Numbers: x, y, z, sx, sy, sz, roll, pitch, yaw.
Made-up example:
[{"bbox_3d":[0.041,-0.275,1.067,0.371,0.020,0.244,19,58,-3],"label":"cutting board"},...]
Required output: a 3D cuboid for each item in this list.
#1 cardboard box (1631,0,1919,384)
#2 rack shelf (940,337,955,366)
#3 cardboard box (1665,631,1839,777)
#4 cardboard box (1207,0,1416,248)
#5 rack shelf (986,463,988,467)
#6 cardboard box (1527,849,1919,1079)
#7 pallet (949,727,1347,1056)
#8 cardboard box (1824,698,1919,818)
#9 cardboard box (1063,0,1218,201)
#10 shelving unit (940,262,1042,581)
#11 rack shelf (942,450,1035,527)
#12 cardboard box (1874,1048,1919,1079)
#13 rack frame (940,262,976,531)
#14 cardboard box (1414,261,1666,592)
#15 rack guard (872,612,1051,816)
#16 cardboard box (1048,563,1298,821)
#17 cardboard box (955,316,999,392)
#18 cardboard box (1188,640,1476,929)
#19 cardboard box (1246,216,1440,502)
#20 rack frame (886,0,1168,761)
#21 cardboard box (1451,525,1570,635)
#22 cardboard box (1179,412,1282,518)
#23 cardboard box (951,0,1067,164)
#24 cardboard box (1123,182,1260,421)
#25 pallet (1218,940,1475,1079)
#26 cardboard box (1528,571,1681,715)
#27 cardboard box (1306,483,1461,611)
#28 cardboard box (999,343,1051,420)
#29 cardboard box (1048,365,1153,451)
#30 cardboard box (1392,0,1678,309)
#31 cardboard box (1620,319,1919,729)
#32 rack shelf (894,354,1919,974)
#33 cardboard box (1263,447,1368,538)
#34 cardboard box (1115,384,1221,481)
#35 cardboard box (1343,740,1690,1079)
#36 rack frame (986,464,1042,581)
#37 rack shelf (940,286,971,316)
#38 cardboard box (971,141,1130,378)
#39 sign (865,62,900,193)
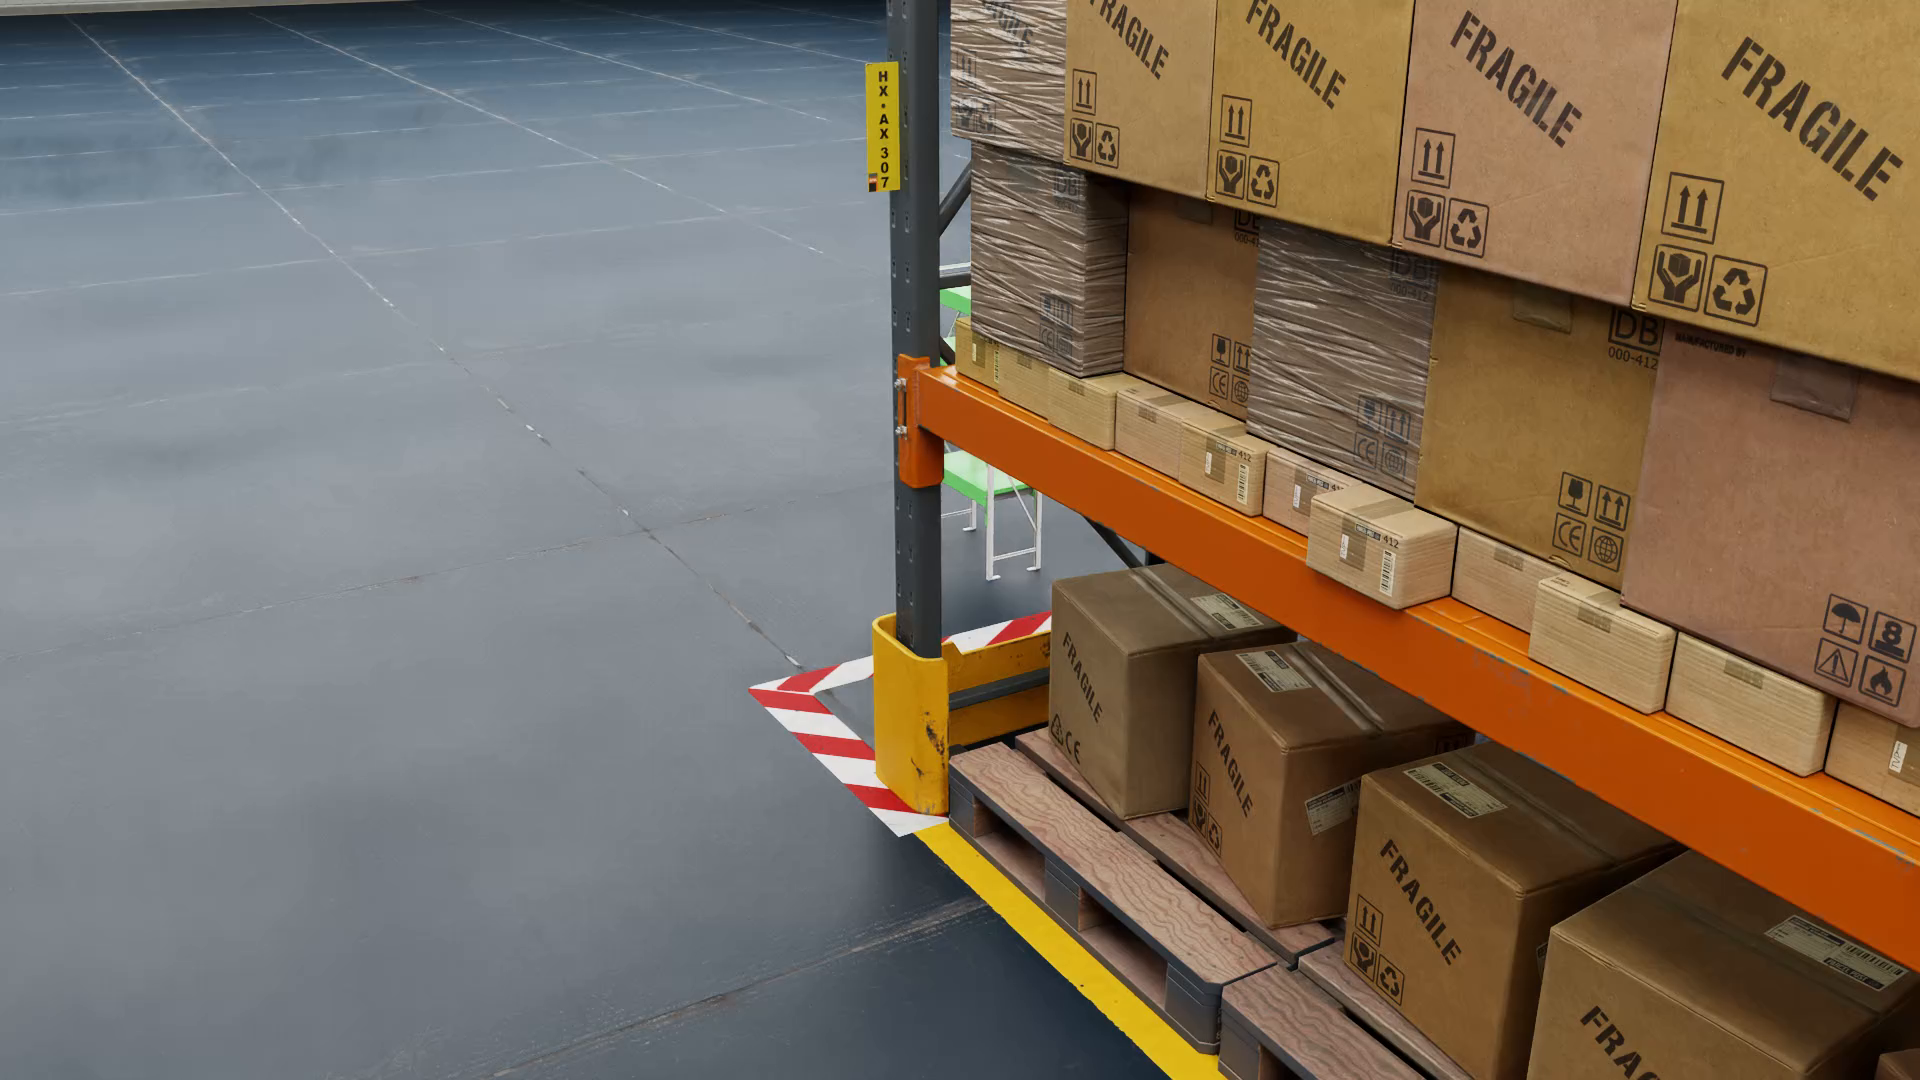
[{"bbox_3d":[1.336,-0.540,2.301,0.500,0.500,0.500,-13,25,-28],"label":"cardboard box"},{"bbox_3d":[0.085,-0.665,6.387,0.258,0.148,0.480,-13,25,-28],"label":"rack shelf"},{"bbox_3d":[1.355,0.213,2.638,0.380,0.149,0.250,-13,25,-28],"label":"cardboard box"},{"bbox_3d":[0.823,-0.863,3.096,0.500,0.500,0.500,-13,25,-28],"label":"cardboard box"},{"bbox_3d":[0.085,-0.443,6.478,0.258,0.148,0.480,-13,25,-28],"label":"rack shelf"},{"bbox_3d":[1.460,0.980,3.178,0.500,0.500,0.500,-15,27,-33],"label":"cardboard box"},{"bbox_3d":[0.694,0.815,4.526,1.003,0.211,1.213,-13,25,-28],"label":"pallet"},{"bbox_3d":[1.518,0.286,2.458,0.380,0.149,0.250,-13,25,-28],"label":"cardboard box"},{"bbox_3d":[0.566,-1.025,3.494,0.500,0.500,0.500,-13,25,-28],"label":"cardboard box"},{"bbox_3d":[0.085,-0.502,6.454,0.258,1.200,0.503,-13,25,-28],"label":"shelving unit"},{"bbox_3d":[0.085,-0.221,6.568,0.258,0.148,0.480,-13,25,-28],"label":"rack shelf"},{"bbox_3d":[1.845,1.166,2.721,0.500,0.500,0.500,-5,23,-11],"label":"cardboard box"},{"bbox_3d":[-0.040,-0.581,6.648,0.240,1.200,0.015,-13,25,-28],"label":"rack frame"},{"bbox_3d":[1.350,-0.299,3.035,0.875,0.500,0.500,-13,25,-28],"label":"cardboard box"},{"bbox_3d":[0.309,0.411,5.135,1.175,0.500,0.348,-13,25,-28],"label":"rack guard"},{"bbox_3d":[0.575,0.398,4.612,0.500,0.500,0.500,-8,23,-18],"label":"cardboard box"},{"bbox_3d":[0.211,-0.517,4.433,0.380,0.149,0.250,-13,25,-28],"label":"cardboard box"},{"bbox_3d":[0.910,0.585,4.152,0.500,0.500,0.500,-6,23,-14],"label":"cardboard box"},{"bbox_3d":[1.105,-0.463,3.439,0.875,0.500,0.500,-13,25,-28],"label":"cardboard box"},{"bbox_3d":[0.270,-0.771,4.725,1.000,3.000,0.127,-13,25,-28],"label":"rack frame"},{"bbox_3d":[1.136,0.043,3.056,0.380,0.149,0.250,-13,25,-28],"label":"cardboard box"},{"bbox_3d":[0.704,-0.189,3.627,0.380,0.149,0.250,-13,25,-28],"label":"cardboard box"},{"bbox_3d":[0.317,-1.188,3.895,0.500,0.500,0.500,-13,25,-28],"label":"cardboard box"},{"bbox_3d":[0.886,-0.633,3.858,0.875,0.500,0.500,-13,25,-28],"label":"cardboard box"},{"bbox_3d":[1.313,1.209,3.555,1.003,0.211,1.213,-13,25,-28],"label":"pallet"},{"bbox_3d":[1.198,0.139,2.820,0.380,0.149,0.250,-13,25,-28],"label":"cardboard box"},{"bbox_3d":[0.894,-0.012,3.192,0.380,0.149,0.250,-13,25,-28],"label":"cardboard box"},{"bbox_3d":[0.322,-0.432,4.224,0.380,0.149,0.250,-13,25,-28],"label":"cardboard box"},{"bbox_3d":[0.437,-0.348,4.018,0.380,0.149,0.250,-13,25,-28],"label":"cardboard box"},{"bbox_3d":[1.084,-0.703,2.701,0.500,0.500,0.500,-13,25,-28],"label":"cardboard box"},{"bbox_3d":[1.570,-0.129,2.618,0.875,0.500,0.500,-13,25,-28],"label":"cardboard box"},{"bbox_3d":[1.292,0.210,3.268,1.077,0.370,4.000,-13,25,-28],"label":"rack shelf"},{"bbox_3d":[0.855,-0.113,3.440,0.380,0.149,0.250,-13,25,-28],"label":"cardboard box"},{"bbox_3d":[0.583,-0.271,3.829,0.380,0.149,0.250,-13,25,-28],"label":"cardboard box"},{"bbox_3d":[1.213,0.791,3.644,0.500,0.500,0.500,-10,24,-23],"label":"cardboard box"},{"bbox_3d":[0.209,-0.423,6.259,0.240,1.200,0.015,-13,25,-28],"label":"rack frame"},{"bbox_3d":[0.085,-0.888,6.297,0.258,0.148,0.480,-13,25,-28],"label":"rack shelf"},{"bbox_3d":[0.528,-0.772,4.199,0.875,0.500,0.500,-13,25,-28],"label":"cardboard box"},{"bbox_3d":[-0.196,-1.068,4.305,0.100,0.325,0.005,-13,25,-28],"label":"sign"}]
